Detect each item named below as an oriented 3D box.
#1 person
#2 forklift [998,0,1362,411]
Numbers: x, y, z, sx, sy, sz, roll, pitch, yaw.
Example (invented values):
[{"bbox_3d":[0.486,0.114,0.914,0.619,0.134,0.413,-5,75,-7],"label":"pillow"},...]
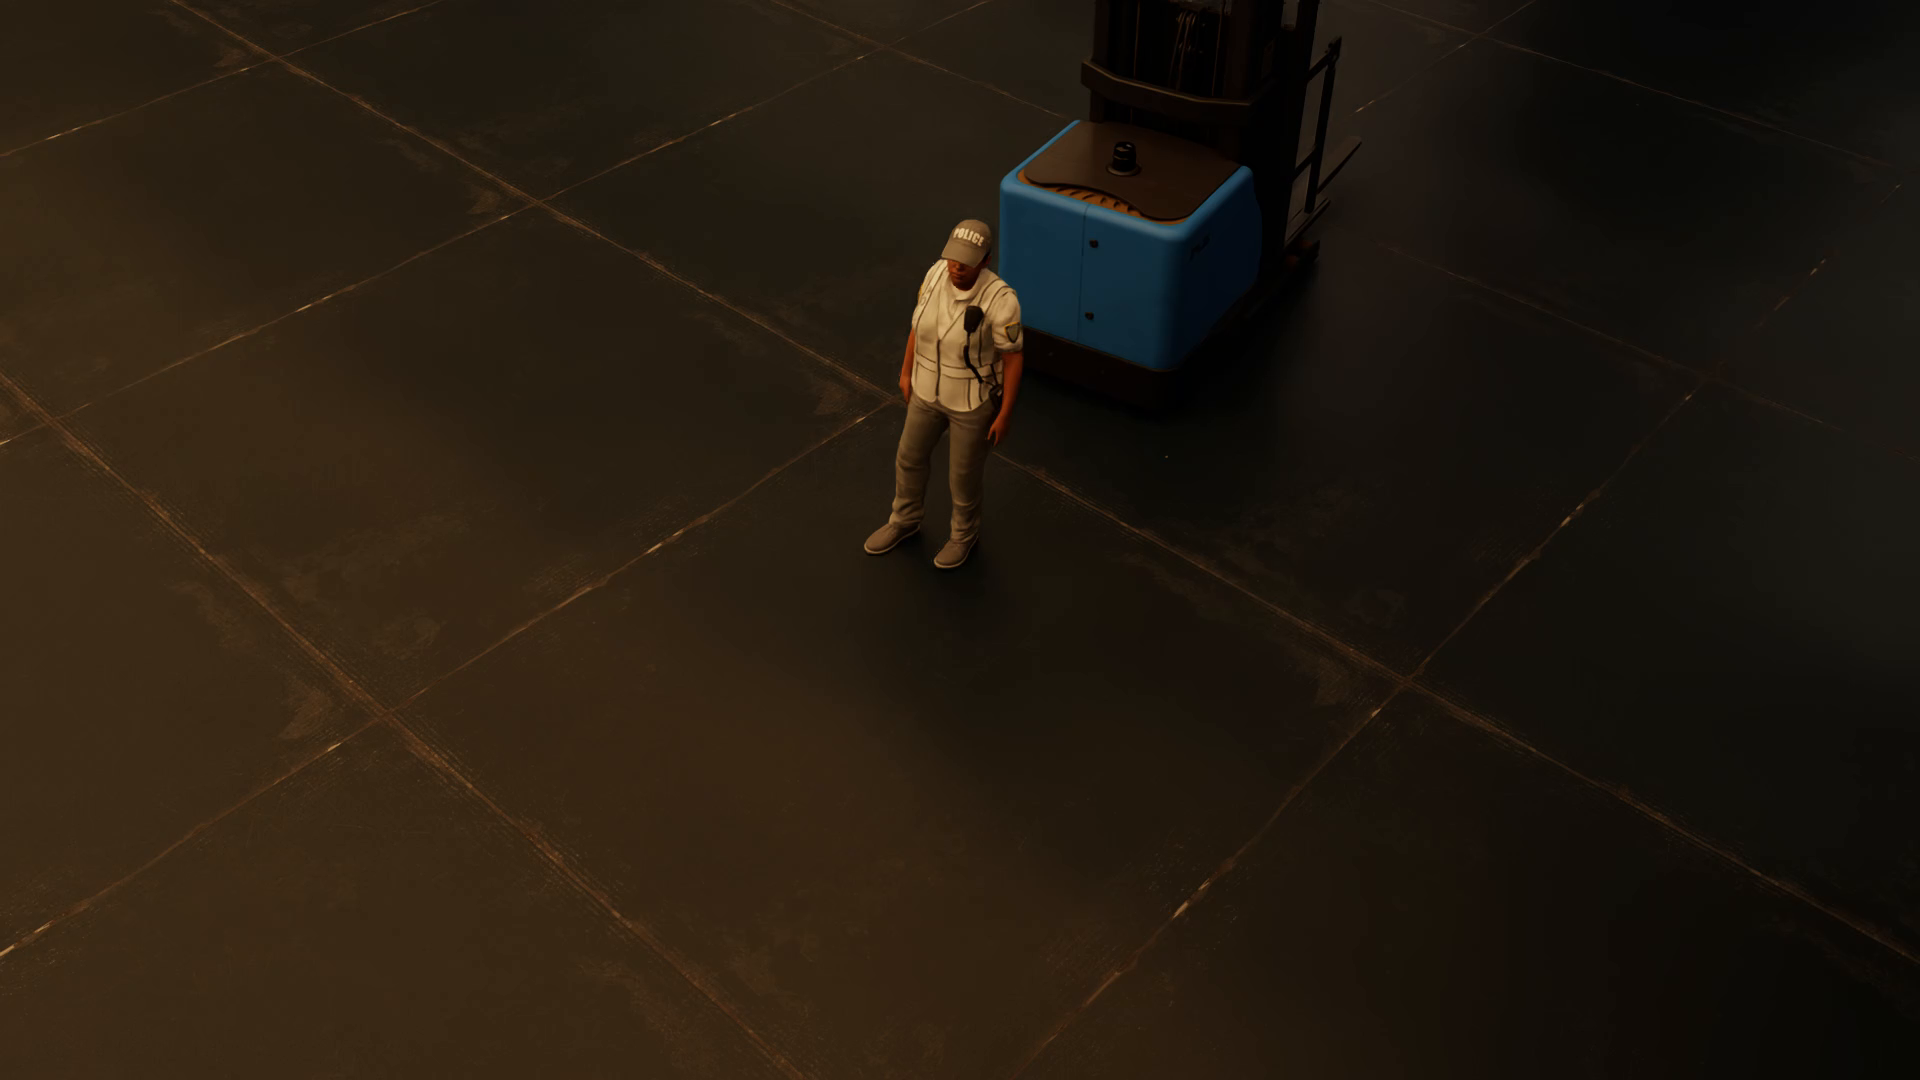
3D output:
[{"bbox_3d":[-0.063,-0.598,7.102,0.641,1.669,0.486,23,46,25],"label":"person"},{"bbox_3d":[1.386,-2.695,8.569,1.130,2.935,3.031,22,45,24],"label":"forklift"}]
